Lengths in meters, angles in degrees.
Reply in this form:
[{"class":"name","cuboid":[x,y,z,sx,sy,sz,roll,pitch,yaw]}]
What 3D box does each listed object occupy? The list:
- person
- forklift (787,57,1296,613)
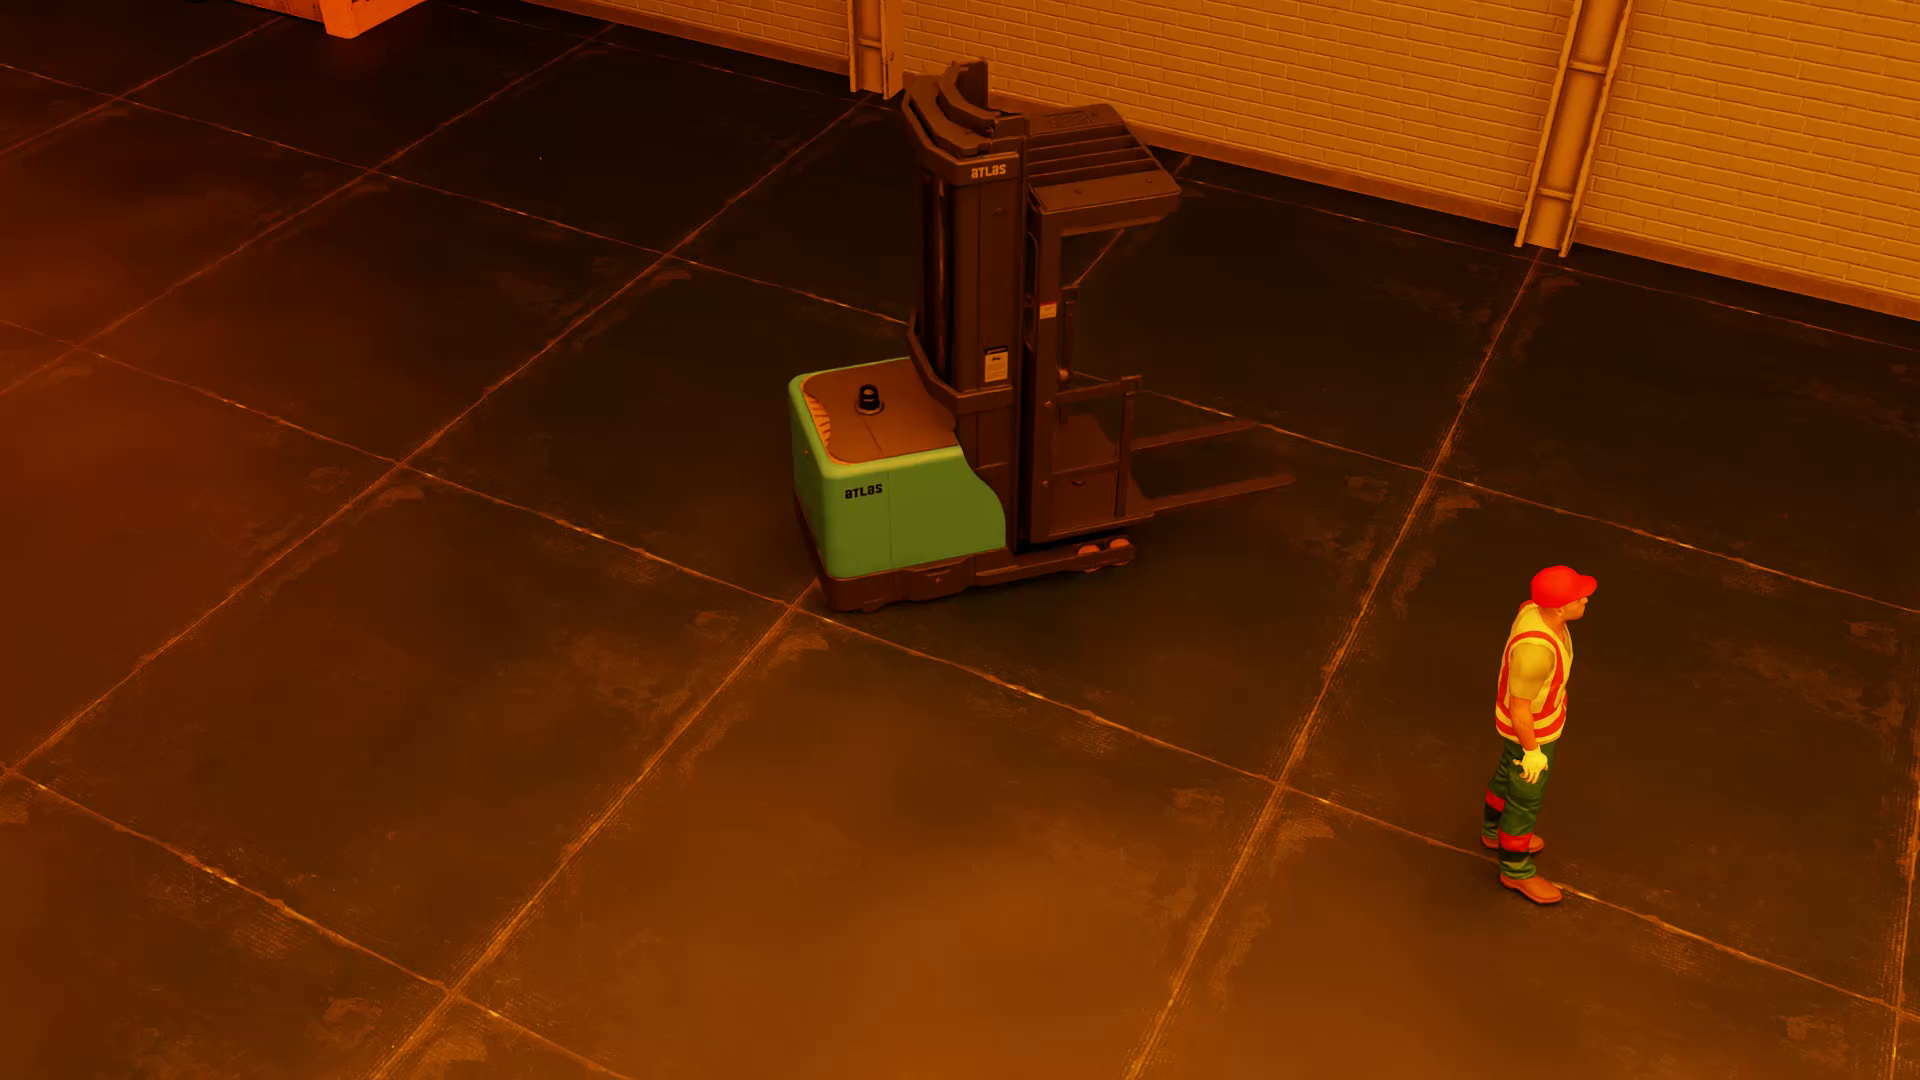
[{"class":"person","cuboid":[2.701,0.856,7.846,0.423,1.787,0.638,14,42,16]},{"class":"forklift","cuboid":[0.550,-1.242,9.462,3.031,2.935,1.130,-11,41,-13]}]
